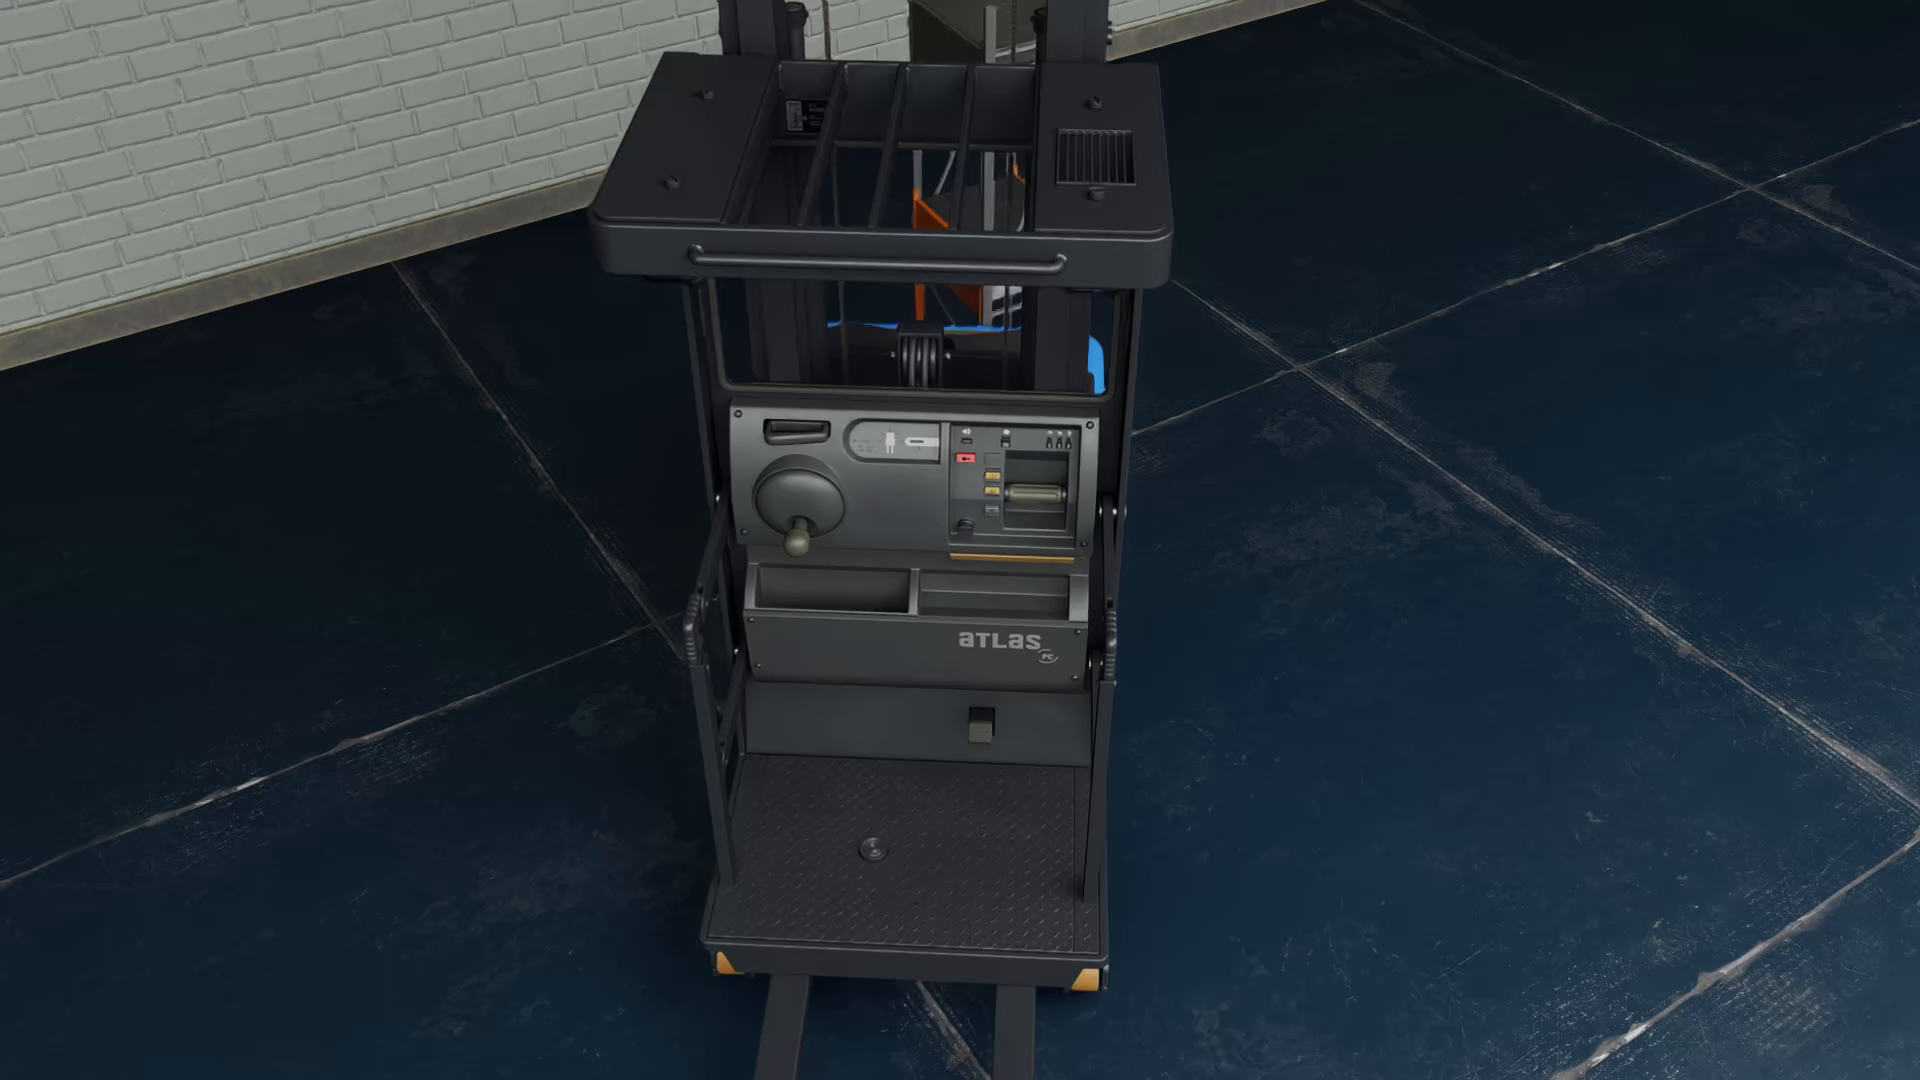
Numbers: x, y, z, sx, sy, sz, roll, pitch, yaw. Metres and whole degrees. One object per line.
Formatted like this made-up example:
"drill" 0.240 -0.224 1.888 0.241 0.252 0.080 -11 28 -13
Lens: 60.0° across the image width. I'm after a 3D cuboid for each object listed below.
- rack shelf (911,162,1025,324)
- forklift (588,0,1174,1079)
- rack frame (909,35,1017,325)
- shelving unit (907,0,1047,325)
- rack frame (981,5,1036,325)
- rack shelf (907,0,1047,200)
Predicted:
"rack shelf" 0.133 -0.925 5.741 0.431 0.518 0.480 -19 43 -21
"forklift" -0.127 -0.069 4.044 1.130 2.935 3.031 2 40 2
"rack frame" 0.017 -1.073 5.898 0.400 2.100 0.015 -19 43 -21
"shelving unit" 0.133 -0.936 5.733 0.431 2.100 0.503 -19 43 -21
"rack frame" 0.249 -0.798 5.568 0.400 2.100 0.015 -19 43 -21
"rack shelf" 0.133 -1.463 5.293 0.431 0.518 0.480 -19 43 -21
